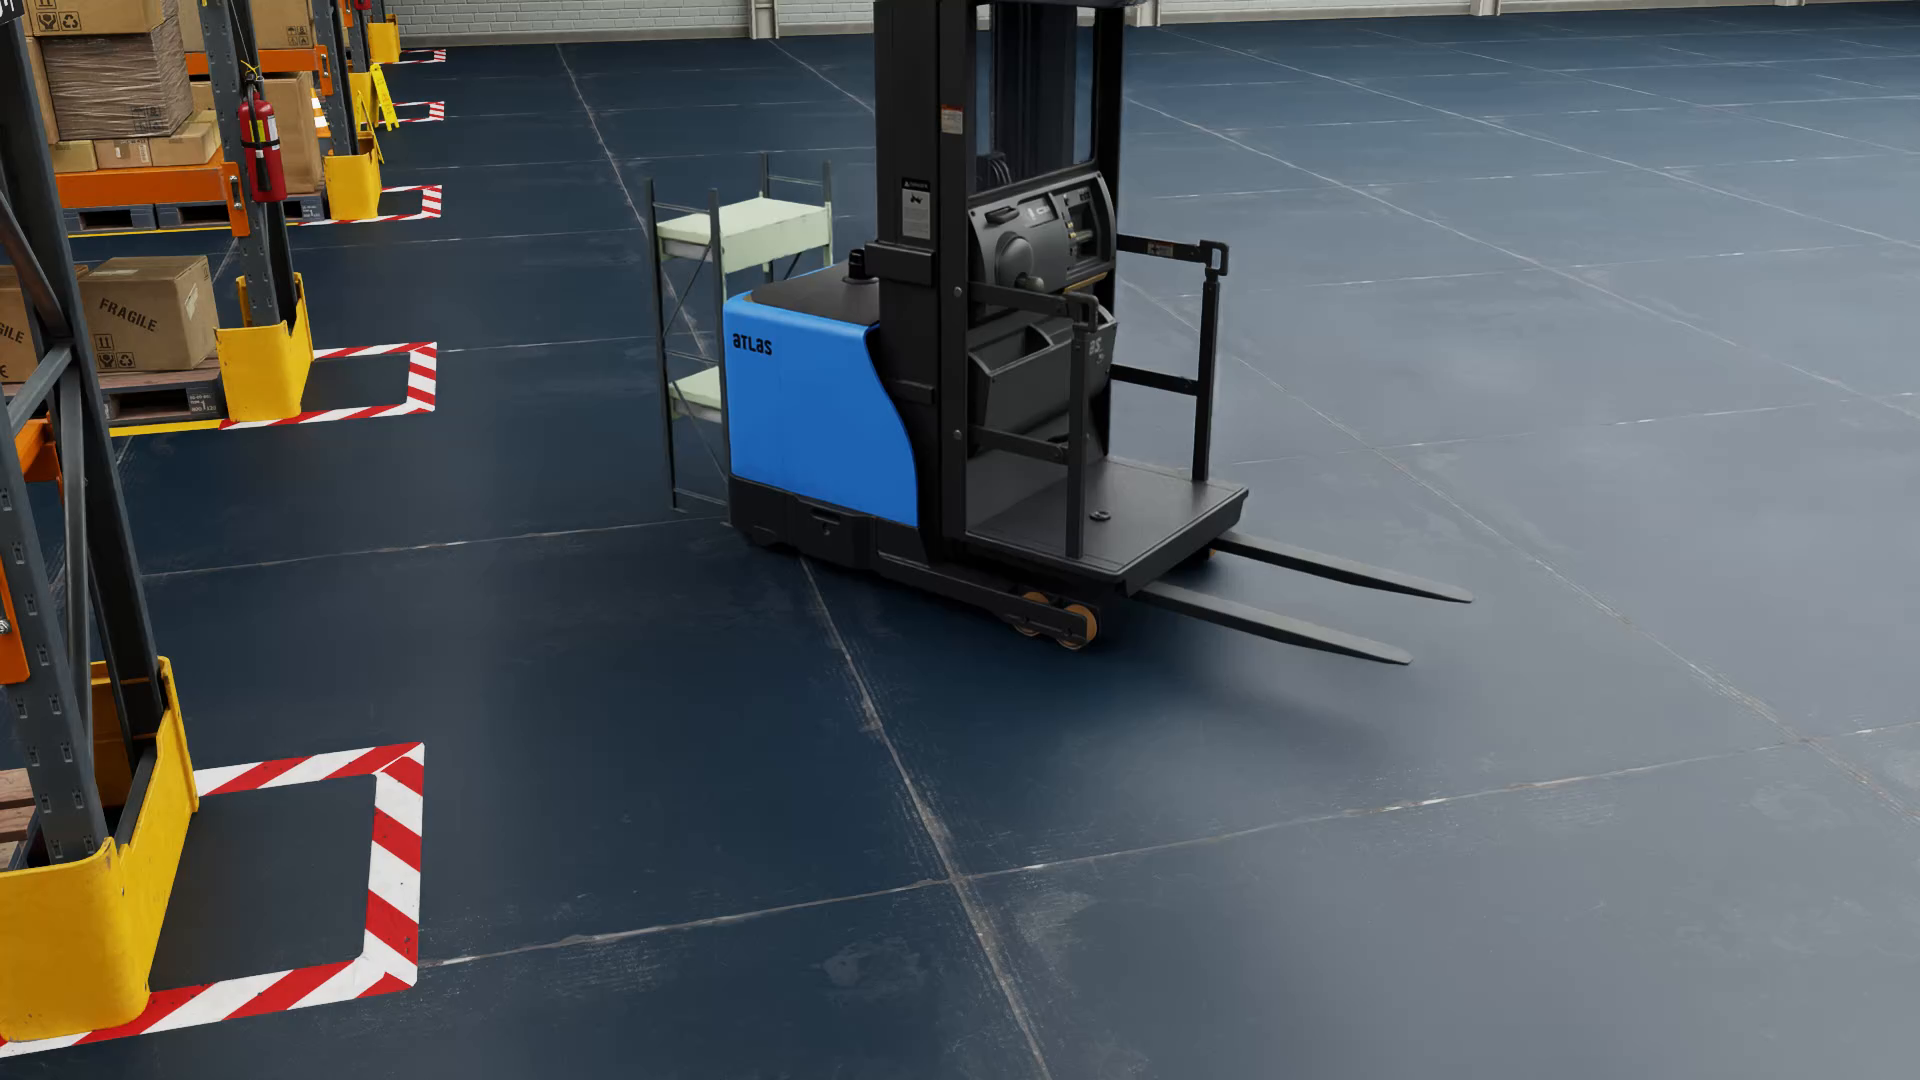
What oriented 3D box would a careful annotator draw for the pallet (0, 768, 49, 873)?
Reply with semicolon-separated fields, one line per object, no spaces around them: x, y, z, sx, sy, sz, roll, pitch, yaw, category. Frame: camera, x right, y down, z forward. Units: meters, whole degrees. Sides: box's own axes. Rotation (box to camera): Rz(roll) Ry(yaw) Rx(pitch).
-3.235;1.040;4.560;1.213;0.211;1.003;-6;24;-14;pallet

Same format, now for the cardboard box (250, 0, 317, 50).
-5.317;-4.139;12.902;0.550;0.550;0.875;-6;24;-14;cardboard box

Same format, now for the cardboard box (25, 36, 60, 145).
-4.715;-2.268;8.229;0.500;0.500;0.875;-6;24;-14;cardboard box

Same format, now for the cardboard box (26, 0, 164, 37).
-4.192;-2.723;8.019;0.500;0.500;0.500;-6;24;-14;cardboard box

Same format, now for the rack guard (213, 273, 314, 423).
-3.802;-1.076;9.124;0.348;0.500;1.175;-6;24;-14;rack guard

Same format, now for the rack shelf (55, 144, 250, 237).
-5.655;-1.689;8.295;4.000;0.370;1.077;-6;24;-14;rack shelf

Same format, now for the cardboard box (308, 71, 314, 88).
-7.257;-4.944;17.922;0.500;0.250;0.500;-7;24;-15;cardboard box

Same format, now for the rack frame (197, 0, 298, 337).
-3.729;-2.233;8.650;0.127;3.000;1.000;-6;24;-14;rack frame

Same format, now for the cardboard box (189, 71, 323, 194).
-5.607;-3.246;13.173;0.875;0.875;0.875;-6;24;-14;cardboard box

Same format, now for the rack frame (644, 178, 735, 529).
-1.159;-0.787;7.183;0.400;1.500;0.023;15;28;32;rack frame

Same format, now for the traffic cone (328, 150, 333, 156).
-5.844;-3.909;15.772;0.334;0.463;0.336;-6;24;-14;traffic cone

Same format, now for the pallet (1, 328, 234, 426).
-4.594;-0.870;9.010;1.213;0.211;1.003;-6;24;-14;pallet

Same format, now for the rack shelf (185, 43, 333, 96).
-6.897;-3.583;12.709;4.000;0.370;1.077;-6;24;-14;rack shelf

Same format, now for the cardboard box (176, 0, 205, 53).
-5.840;-4.072;12.746;0.550;0.550;0.875;-6;24;-14;cardboard box

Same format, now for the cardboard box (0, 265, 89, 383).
-4.901;-1.140;8.741;0.500;0.500;0.500;0;23;0;cardboard box

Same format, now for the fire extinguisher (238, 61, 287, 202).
-3.494;-2.034;8.285;0.183;0.674;0.296;-6;24;-14;fire extinguisher

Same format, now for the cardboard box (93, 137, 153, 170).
-4.189;-1.982;8.384;0.250;0.149;0.380;-6;24;-14;cardboard box

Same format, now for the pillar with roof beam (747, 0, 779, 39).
-1.724;-9.909;18.931;0.400;9.000;9.100;-6;24;-14;pillar with roof beam

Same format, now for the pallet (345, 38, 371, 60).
-8.475;-6.501;22.132;1.213;0.211;1.003;-6;24;-14;pallet

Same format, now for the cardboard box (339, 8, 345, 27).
-8.135;-6.868;21.772;0.500;0.250;0.500;-7;24;-15;cardboard box

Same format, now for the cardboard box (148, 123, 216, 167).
-3.948;-2.009;8.446;0.250;0.149;0.380;-6;24;-14;cardboard box

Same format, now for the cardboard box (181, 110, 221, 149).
-4.068;-2.177;8.839;0.250;0.149;0.380;-6;24;-14;cardboard box

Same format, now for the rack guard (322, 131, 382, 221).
-4.948;-2.980;13.562;0.348;0.500;1.175;-6;24;-14;rack guard

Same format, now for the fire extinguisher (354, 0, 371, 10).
-6.171;-5.797;17.054;0.183;0.674;0.296;-6;24;-14;fire extinguisher

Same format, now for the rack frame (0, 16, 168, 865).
-2.391;-0.352;4.267;0.127;3.000;1.000;-6;24;-14;rack frame

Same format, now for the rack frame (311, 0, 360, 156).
-4.972;-4.127;13.063;0.127;3.000;1.000;-6;24;-14;rack frame

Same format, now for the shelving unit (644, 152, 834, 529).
-0.949;-0.906;7.459;0.431;1.500;0.755;15;28;32;shelving unit

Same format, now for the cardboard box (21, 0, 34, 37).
-4.672;-2.667;7.890;0.500;0.500;0.500;-6;24;-14;cardboard box

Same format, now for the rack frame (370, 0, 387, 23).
-7.750;-7.879;21.809;0.127;3.000;1.000;-6;24;-14;rack frame

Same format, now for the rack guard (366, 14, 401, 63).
-7.727;-6.733;22.308;0.348;0.500;1.175;-6;24;-14;rack guard

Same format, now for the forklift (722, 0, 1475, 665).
0.496;-1.171;6.262;3.031;2.935;1.130;16;28;32;forklift

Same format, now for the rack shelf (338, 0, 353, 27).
-8.332;-5.452;17.063;4.000;0.370;1.077;-6;24;-14;rack shelf

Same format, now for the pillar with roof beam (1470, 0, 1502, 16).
9.829;-11.187;21.910;0.400;9.000;9.100;-6;24;-14;pillar with roof beam

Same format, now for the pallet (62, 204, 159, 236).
-6.893;-2.602;13.046;1.213;0.211;1.003;-6;24;-14;pallet

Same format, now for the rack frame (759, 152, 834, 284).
-0.739;-1.024;7.734;0.400;1.500;0.023;15;28;32;rack frame

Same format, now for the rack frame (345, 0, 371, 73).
-6.406;-5.995;17.418;0.127;3.000;1.000;-6;24;-14;rack frame

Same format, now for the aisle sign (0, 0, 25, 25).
-2.401;-1.666;4.032;0.004;0.787;0.394;-6;24;-14;aisle sign

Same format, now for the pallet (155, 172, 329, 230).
-5.720;-2.730;13.345;1.213;0.211;1.003;-6;24;-14;pallet

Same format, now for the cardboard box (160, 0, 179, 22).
-4.332;-2.920;8.479;0.500;0.500;0.500;-6;24;-14;cardboard box

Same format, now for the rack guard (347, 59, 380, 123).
-6.479;-4.838;17.892;0.348;0.500;1.175;-6;24;-14;rack guard

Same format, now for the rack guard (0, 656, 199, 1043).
-2.452;0.822;4.700;0.348;0.500;1.175;-6;24;-14;rack guard

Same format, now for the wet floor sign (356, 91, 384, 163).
-5.479;-3.800;15.287;0.232;0.644;0.267;-11;25;-23;wet floor sign

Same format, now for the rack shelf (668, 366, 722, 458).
-0.949;-0.606;7.587;0.431;0.370;0.720;15;28;32;rack shelf

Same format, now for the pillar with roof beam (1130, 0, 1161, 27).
4.053;-10.548;20.420;0.400;9.000;9.100;-6;24;-14;pillar with roof beam

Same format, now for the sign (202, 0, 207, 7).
-3.598;-2.697;7.863;0.005;0.325;0.100;-6;24;-14;sign

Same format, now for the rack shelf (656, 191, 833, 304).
-0.949;-1.264;7.305;0.431;0.370;0.720;15;28;32;rack shelf

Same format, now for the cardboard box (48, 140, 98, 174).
-4.415;-1.936;8.277;0.250;0.149;0.380;-6;24;-14;cardboard box

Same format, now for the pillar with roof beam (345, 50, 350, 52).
-7.501;-9.270;17.442;0.400;9.000;9.100;-6;24;-14;pillar with roof beam

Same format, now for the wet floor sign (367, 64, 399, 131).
-5.934;-4.527;16.983;0.232;0.644;0.267;2;23;4;wet floor sign

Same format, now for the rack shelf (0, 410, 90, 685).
-4.317;0.191;3.913;4.000;0.370;1.077;-6;24;-14;rack shelf

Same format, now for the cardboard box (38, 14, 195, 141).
-4.266;-2.367;8.459;0.500;0.500;0.875;-6;24;-14;cardboard box

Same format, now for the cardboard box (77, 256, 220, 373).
-4.335;-1.217;8.919;0.500;0.500;0.500;-2;23;-5;cardboard box

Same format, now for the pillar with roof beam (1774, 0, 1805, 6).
15.606;-11.826;23.399;0.400;9.000;9.100;-6;24;-14;pillar with roof beam

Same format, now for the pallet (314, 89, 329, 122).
-7.271;-4.633;17.779;1.213;0.211;1.003;-6;24;-14;pallet

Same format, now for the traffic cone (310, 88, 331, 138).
-6.472;-4.294;16.670;0.334;0.463;0.336;-6;24;-14;traffic cone

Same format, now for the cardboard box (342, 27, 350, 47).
-8.117;-6.639;21.872;0.500;0.250;0.500;-6;24;-14;cardboard box
